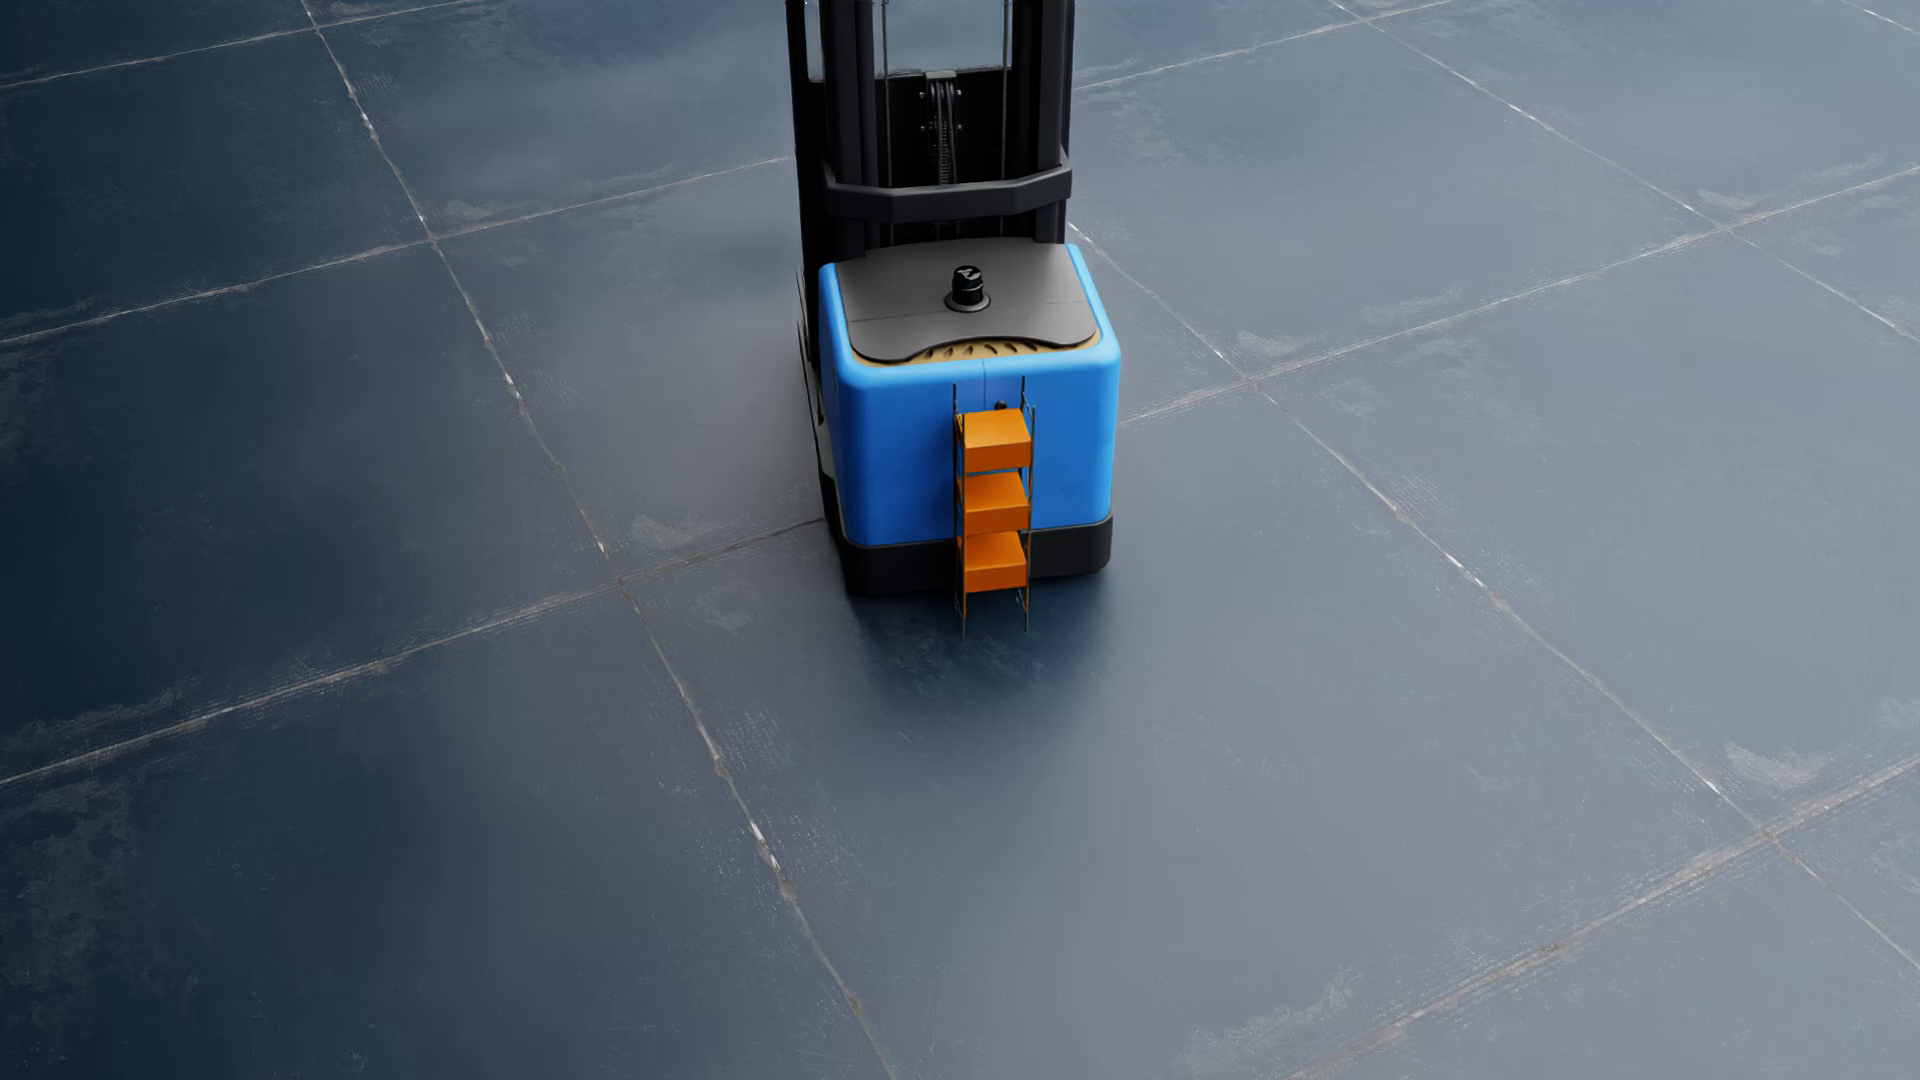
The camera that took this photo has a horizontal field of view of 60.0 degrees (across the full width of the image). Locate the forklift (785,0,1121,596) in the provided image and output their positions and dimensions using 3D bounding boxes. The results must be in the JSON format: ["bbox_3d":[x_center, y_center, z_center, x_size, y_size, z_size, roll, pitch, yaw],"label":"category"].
[{"bbox_3d":[-0.148,-1.859,6.678,1.130,2.935,3.031,-6,41,-7],"label":"forklift"}]

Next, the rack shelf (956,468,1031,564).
[{"bbox_3d":[0.117,-0.091,6.061,0.240,0.259,0.215,-6,41,-8],"label":"rack shelf"}]

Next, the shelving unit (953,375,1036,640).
[{"bbox_3d":[0.117,-0.099,6.054,0.252,1.050,0.215,-6,41,-8],"label":"shelving unit"}]

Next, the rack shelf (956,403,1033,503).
[{"bbox_3d":[0.117,-0.307,5.878,0.240,0.259,0.215,-6,41,-8],"label":"rack shelf"}]

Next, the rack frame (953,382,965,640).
[{"bbox_3d":[-0.004,-0.085,6.038,0.008,1.050,0.200,-6,41,-8],"label":"rack frame"}]

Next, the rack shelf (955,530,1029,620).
[{"bbox_3d":[0.117,0.121,6.241,0.240,0.259,0.215,-6,41,-8],"label":"rack shelf"}]

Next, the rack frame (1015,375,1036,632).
[{"bbox_3d":[0.237,-0.112,6.070,0.008,1.050,0.200,-6,41,-8],"label":"rack frame"}]
